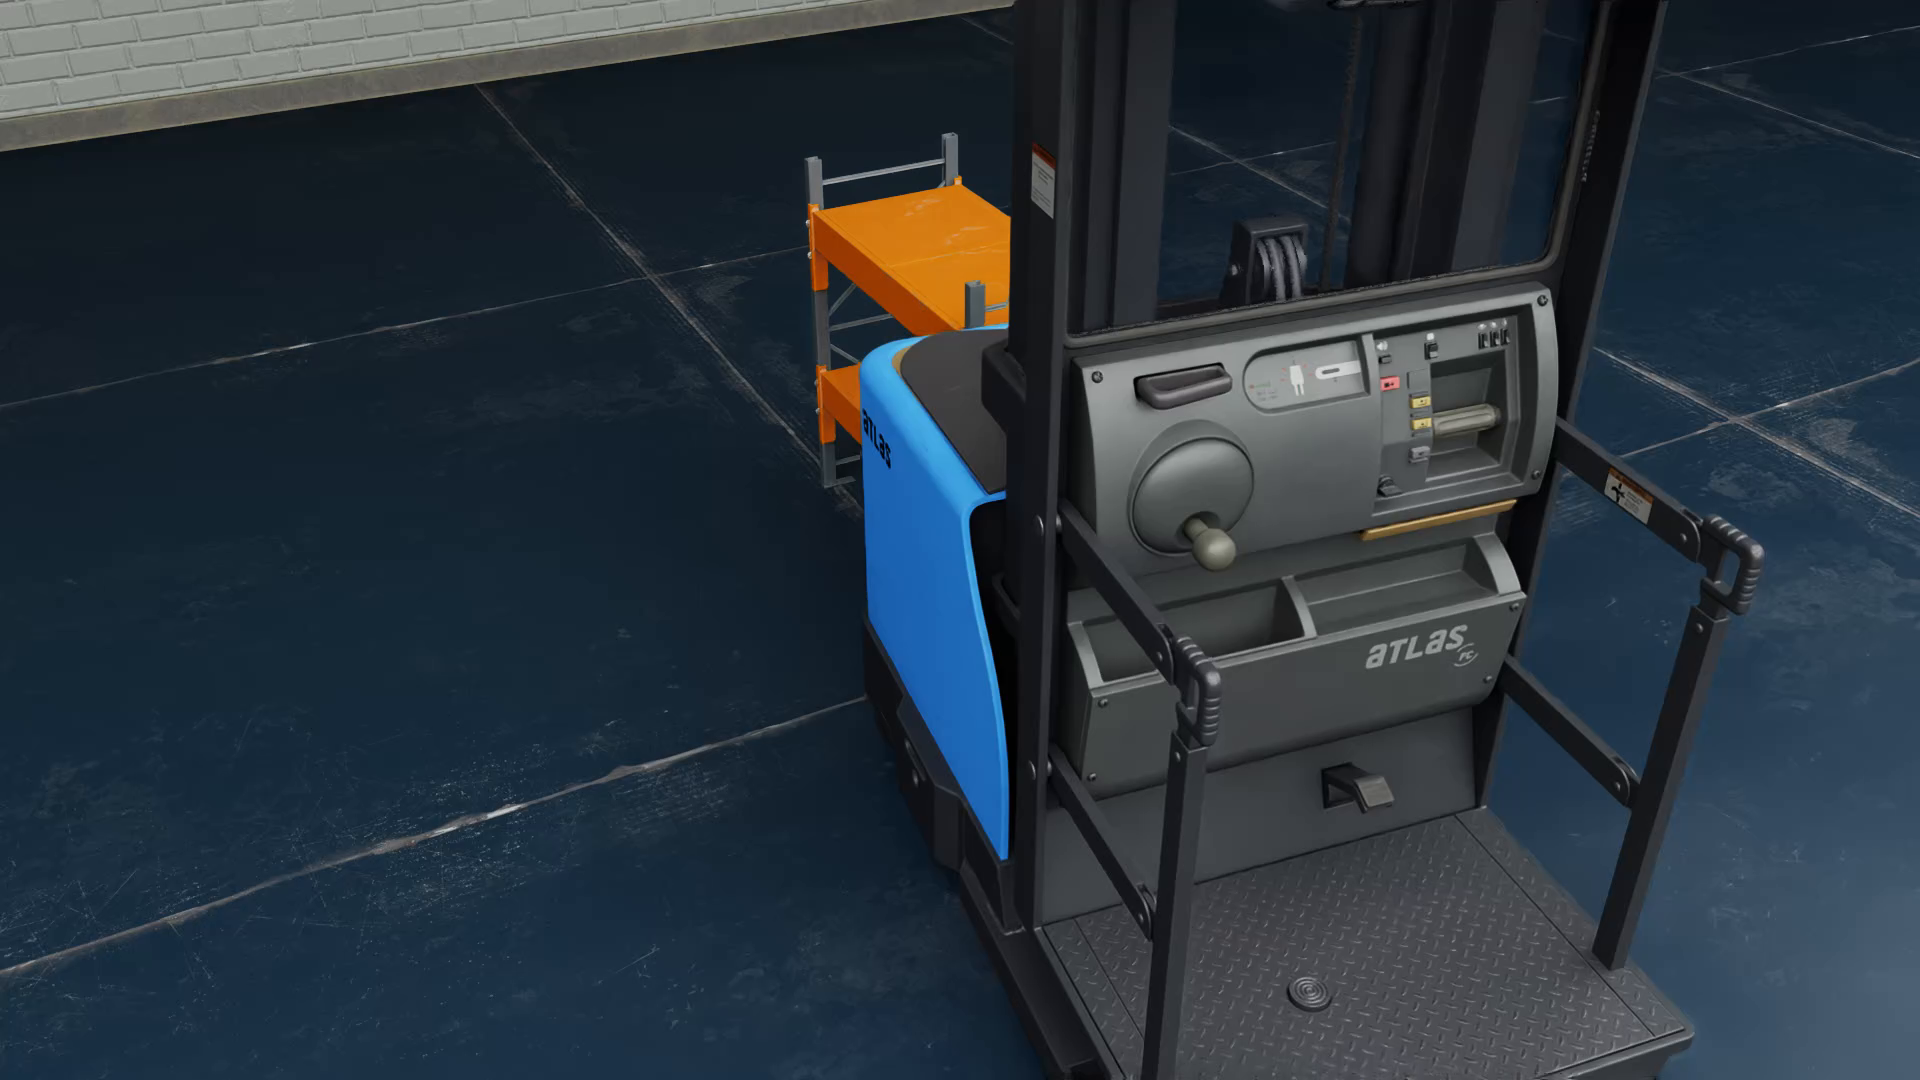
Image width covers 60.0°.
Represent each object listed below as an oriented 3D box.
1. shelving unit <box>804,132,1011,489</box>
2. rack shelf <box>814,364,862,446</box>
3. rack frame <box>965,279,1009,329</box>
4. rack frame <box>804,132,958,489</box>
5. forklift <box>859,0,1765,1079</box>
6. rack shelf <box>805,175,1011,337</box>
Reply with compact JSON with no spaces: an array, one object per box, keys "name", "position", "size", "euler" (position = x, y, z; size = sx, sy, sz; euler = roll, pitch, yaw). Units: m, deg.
[{"name":"shelving unit","position":[0.003,-0.470,4.942],"size":[0.538,1.125,1.048],"euler":[-16,36,-23]},{"name":"rack shelf","position":[0.003,-0.265,5.073],"size":[0.538,0.278,1.000],"euler":[-16,36,-23]},{"name":"rack frame","position":[0.240,-0.228,4.563],"size":[0.500,1.125,0.032],"euler":[-16,36,-23]},{"name":"rack frame","position":[-0.234,-0.713,5.320],"size":[0.500,1.125,0.032],"euler":[-16,36,-23]},{"name":"forklift","position":[0.724,-0.144,2.757],"size":[1.130,2.935,3.031],"euler":[-11,34,-17]},{"name":"rack shelf","position":[0.003,-0.717,4.784],"size":[0.538,0.278,1.000],"euler":[-16,36,-23]}]
